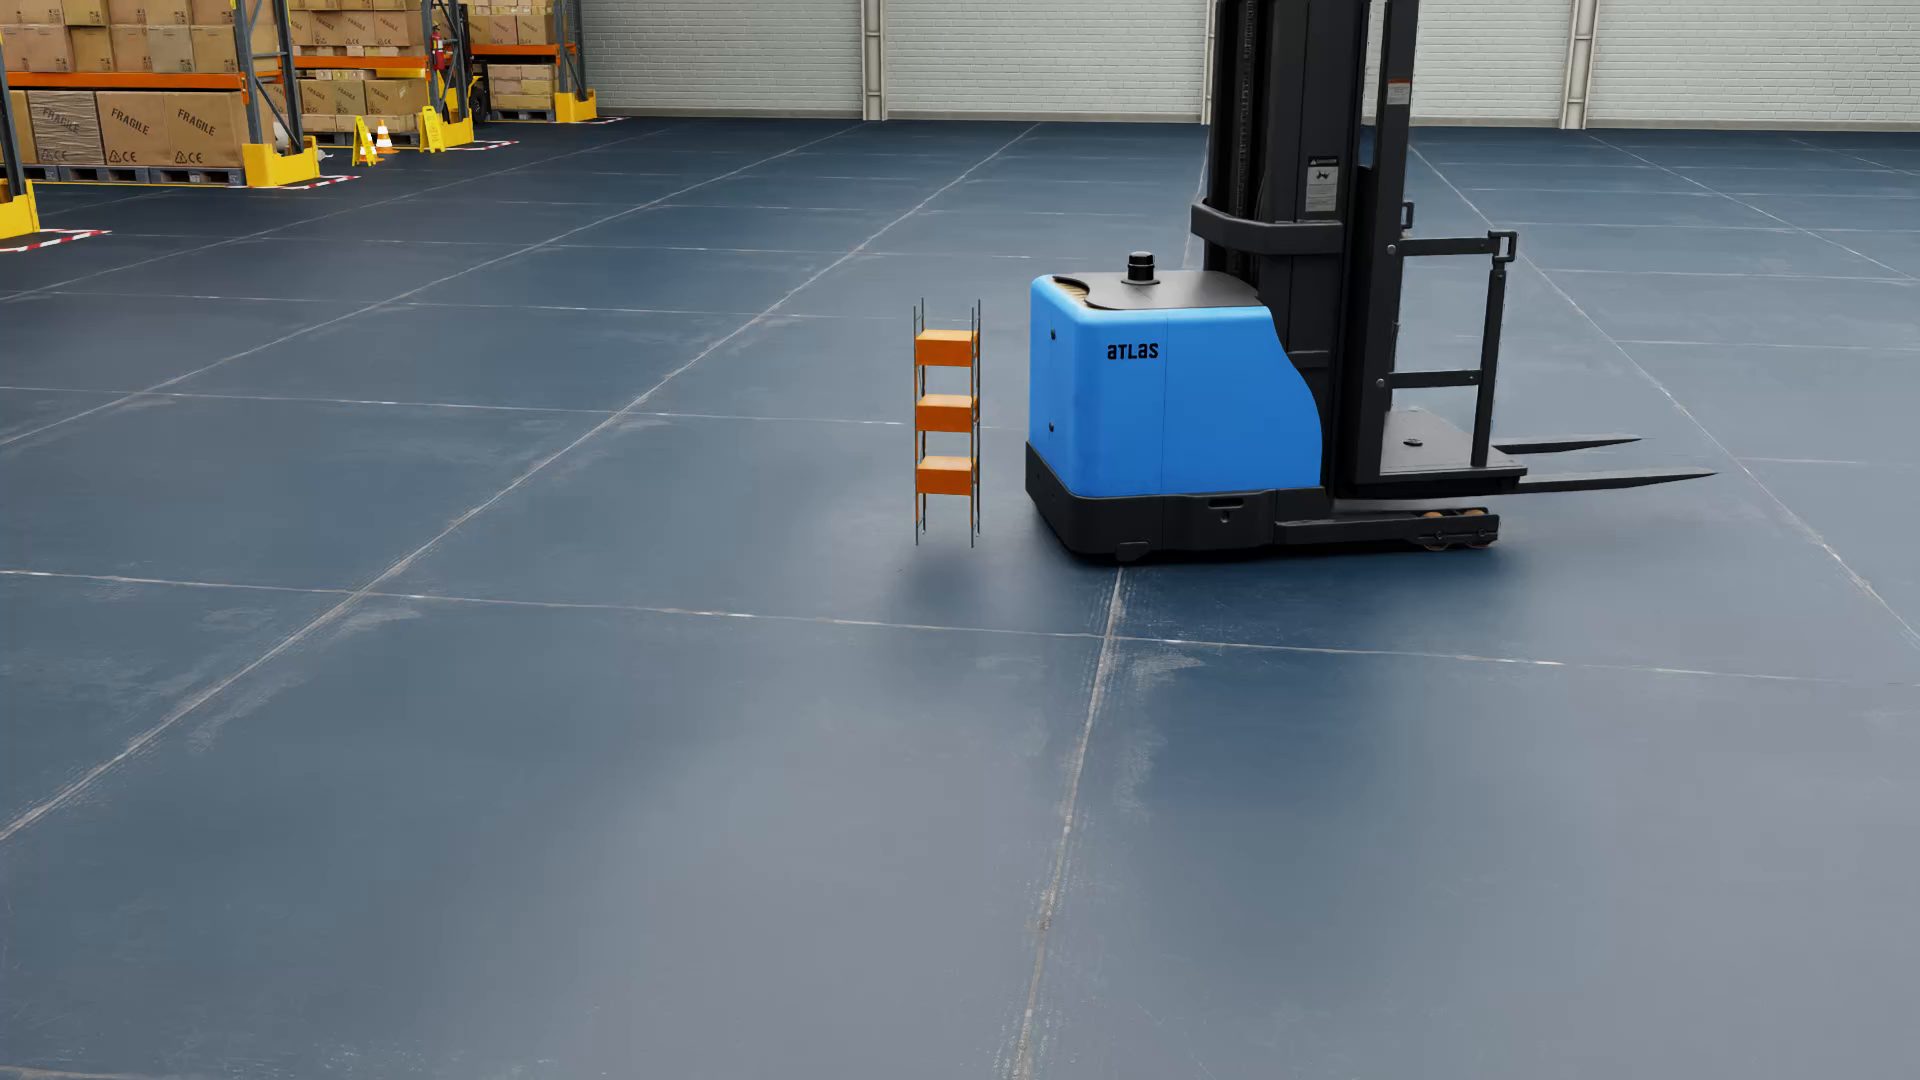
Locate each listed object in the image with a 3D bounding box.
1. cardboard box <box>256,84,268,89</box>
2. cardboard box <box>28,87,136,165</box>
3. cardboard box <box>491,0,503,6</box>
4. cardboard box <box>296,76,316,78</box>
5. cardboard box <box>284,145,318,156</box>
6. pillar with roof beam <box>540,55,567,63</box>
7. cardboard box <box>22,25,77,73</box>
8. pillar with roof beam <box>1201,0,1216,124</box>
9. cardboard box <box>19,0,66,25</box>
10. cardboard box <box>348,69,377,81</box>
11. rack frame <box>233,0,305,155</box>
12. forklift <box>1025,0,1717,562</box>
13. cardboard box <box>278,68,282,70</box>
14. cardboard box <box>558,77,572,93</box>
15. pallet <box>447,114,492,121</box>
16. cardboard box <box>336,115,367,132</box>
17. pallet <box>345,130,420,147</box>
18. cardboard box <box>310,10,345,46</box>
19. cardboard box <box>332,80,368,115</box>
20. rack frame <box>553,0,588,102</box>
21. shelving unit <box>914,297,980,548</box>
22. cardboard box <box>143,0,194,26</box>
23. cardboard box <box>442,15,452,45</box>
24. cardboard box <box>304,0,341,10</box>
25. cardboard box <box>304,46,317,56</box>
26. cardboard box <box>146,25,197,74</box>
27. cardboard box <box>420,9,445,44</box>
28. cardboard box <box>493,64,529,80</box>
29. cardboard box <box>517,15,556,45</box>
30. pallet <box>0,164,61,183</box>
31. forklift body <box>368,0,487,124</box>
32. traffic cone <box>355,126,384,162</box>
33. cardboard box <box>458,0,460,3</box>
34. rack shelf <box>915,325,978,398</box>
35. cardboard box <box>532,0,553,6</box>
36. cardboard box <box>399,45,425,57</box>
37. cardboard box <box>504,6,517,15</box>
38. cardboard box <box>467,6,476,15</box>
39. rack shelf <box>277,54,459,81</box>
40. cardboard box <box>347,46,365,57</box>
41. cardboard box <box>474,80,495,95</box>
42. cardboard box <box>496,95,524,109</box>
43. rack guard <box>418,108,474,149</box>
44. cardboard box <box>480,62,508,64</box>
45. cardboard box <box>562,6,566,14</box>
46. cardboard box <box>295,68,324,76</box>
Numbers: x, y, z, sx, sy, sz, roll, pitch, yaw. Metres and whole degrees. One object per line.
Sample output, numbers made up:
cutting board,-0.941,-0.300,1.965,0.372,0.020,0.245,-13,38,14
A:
cardboard box,-10.562,-6.723,25.158,0.500,0.500,0.500,4,19,11
cardboard box,-10.817,-5.148,20.647,0.875,0.875,0.875,3,19,9
cardboard box,-8.032,-9.455,29.185,0.250,0.149,0.380,3,19,9
cardboard box,-9.999,-6.864,25.581,0.500,0.500,0.500,4,19,12
cardboard box,-9.297,-5.490,23.475,0.250,0.149,0.380,14,23,37
pillar with roof beam,-8.127,-10.777,25.331,0.400,9.000,9.100,3,19,9
cardboard box,-10.891,-6.025,20.348,0.550,0.550,0.875,3,19,9
pillar with roof beam,3.721,-10.173,23.526,0.400,9.000,9.100,3,19,9
cardboard box,-10.886,-6.546,20.202,0.550,0.550,0.875,3,19,9
cardboard box,-8.889,-6.923,24.734,0.250,0.149,0.380,3,19,10
rack frame,-8.369,-5.853,20.067,0.127,3.000,1.000,3,19,9
forklift,1.872,-1.504,7.178,3.031,2.935,1.130,-3,19,-9
cardboard box,-10.205,-6.991,24.937,0.250,0.149,0.380,4,19,12
cardboard box,-7.331,-8.185,29.921,0.500,0.250,0.500,3,19,10
pallet,-8.862,-7.729,30.069,1.213,0.211,1.003,3,19,9
cardboard box,-9.034,-6.289,25.042,0.500,0.250,0.500,3,19,9
pallet,-8.555,-6.142,25.326,1.213,0.211,1.003,3,19,9
cardboard box,-9.250,-7.591,24.636,0.500,0.500,0.500,3,19,8
cardboard box,-9.031,-6.643,24.919,0.500,0.500,0.500,4,19,11
rack frame,-6.900,-8.964,29.365,0.127,3.000,1.000,3,19,9
shelving unit,-0.053,-0.501,7.145,0.252,1.050,0.215,3,19,9
cardboard box,-9.286,-6.465,19.960,0.550,0.550,0.875,3,19,9
cardboard box,-8.942,-9.030,29.406,0.500,0.500,0.500,3,19,9
cardboard box,-9.241,-8.050,24.431,0.500,0.500,0.700,3,19,8
cardboard box,-9.592,-7.324,24.861,0.250,0.149,0.380,3,19,9
cardboard box,-9.289,-5.949,20.119,0.550,0.550,0.875,3,19,9
cardboard box,-8.107,-7.708,24.985,0.500,0.500,0.500,3,19,8
cardboard box,-7.909,-8.282,29.425,0.500,0.250,0.500,3,19,10
cardboard box,-7.427,-8.954,29.178,0.500,0.500,0.500,3,19,7
pallet,-11.580,-4.669,20.924,1.213,0.211,1.003,3,19,9
forklift body,-9.061,-8.085,28.077,1.214,2.155,2.313,3,19,9
traffic cone,-8.153,-5.458,22.886,0.334,0.463,0.336,3,19,9
cardboard box,-8.802,-9.487,29.281,0.250,0.149,0.380,3,19,9
rack shelf,-0.053,-0.760,7.058,0.240,0.259,0.215,3,19,9
cardboard box,-7.287,-9.412,29.056,0.250,0.149,0.380,3,19,9
cardboard box,-8.086,-7.241,24.613,0.250,0.149,0.380,4,19,10
cardboard box,-7.790,-9.284,29.143,0.250,0.149,0.380,3,19,10
cardboard box,-8.557,-9.305,29.206,0.250,0.149,0.380,3,19,9
rack shelf,-9.658,-7.168,25.132,4.000,0.370,1.077,3,19,9
cardboard box,-8.863,-7.242,24.616,0.250,0.149,0.380,3,19,10
cardboard box,-8.436,-8.070,29.580,0.500,0.250,0.500,2,19,7
cardboard box,-7.903,-7.812,29.593,0.500,0.250,0.500,3,19,9
rack guard,-7.758,-6.227,25.125,0.348,0.500,1.175,3,19,9
cardboard box,-8.330,-8.469,29.983,0.500,0.250,0.500,3,19,8
cardboard box,-7.193,-9.417,29.540,0.250,0.149,0.380,2,19,7
cardboard box,-12.131,-8.302,30.469,0.625,0.625,0.875,3,19,8
